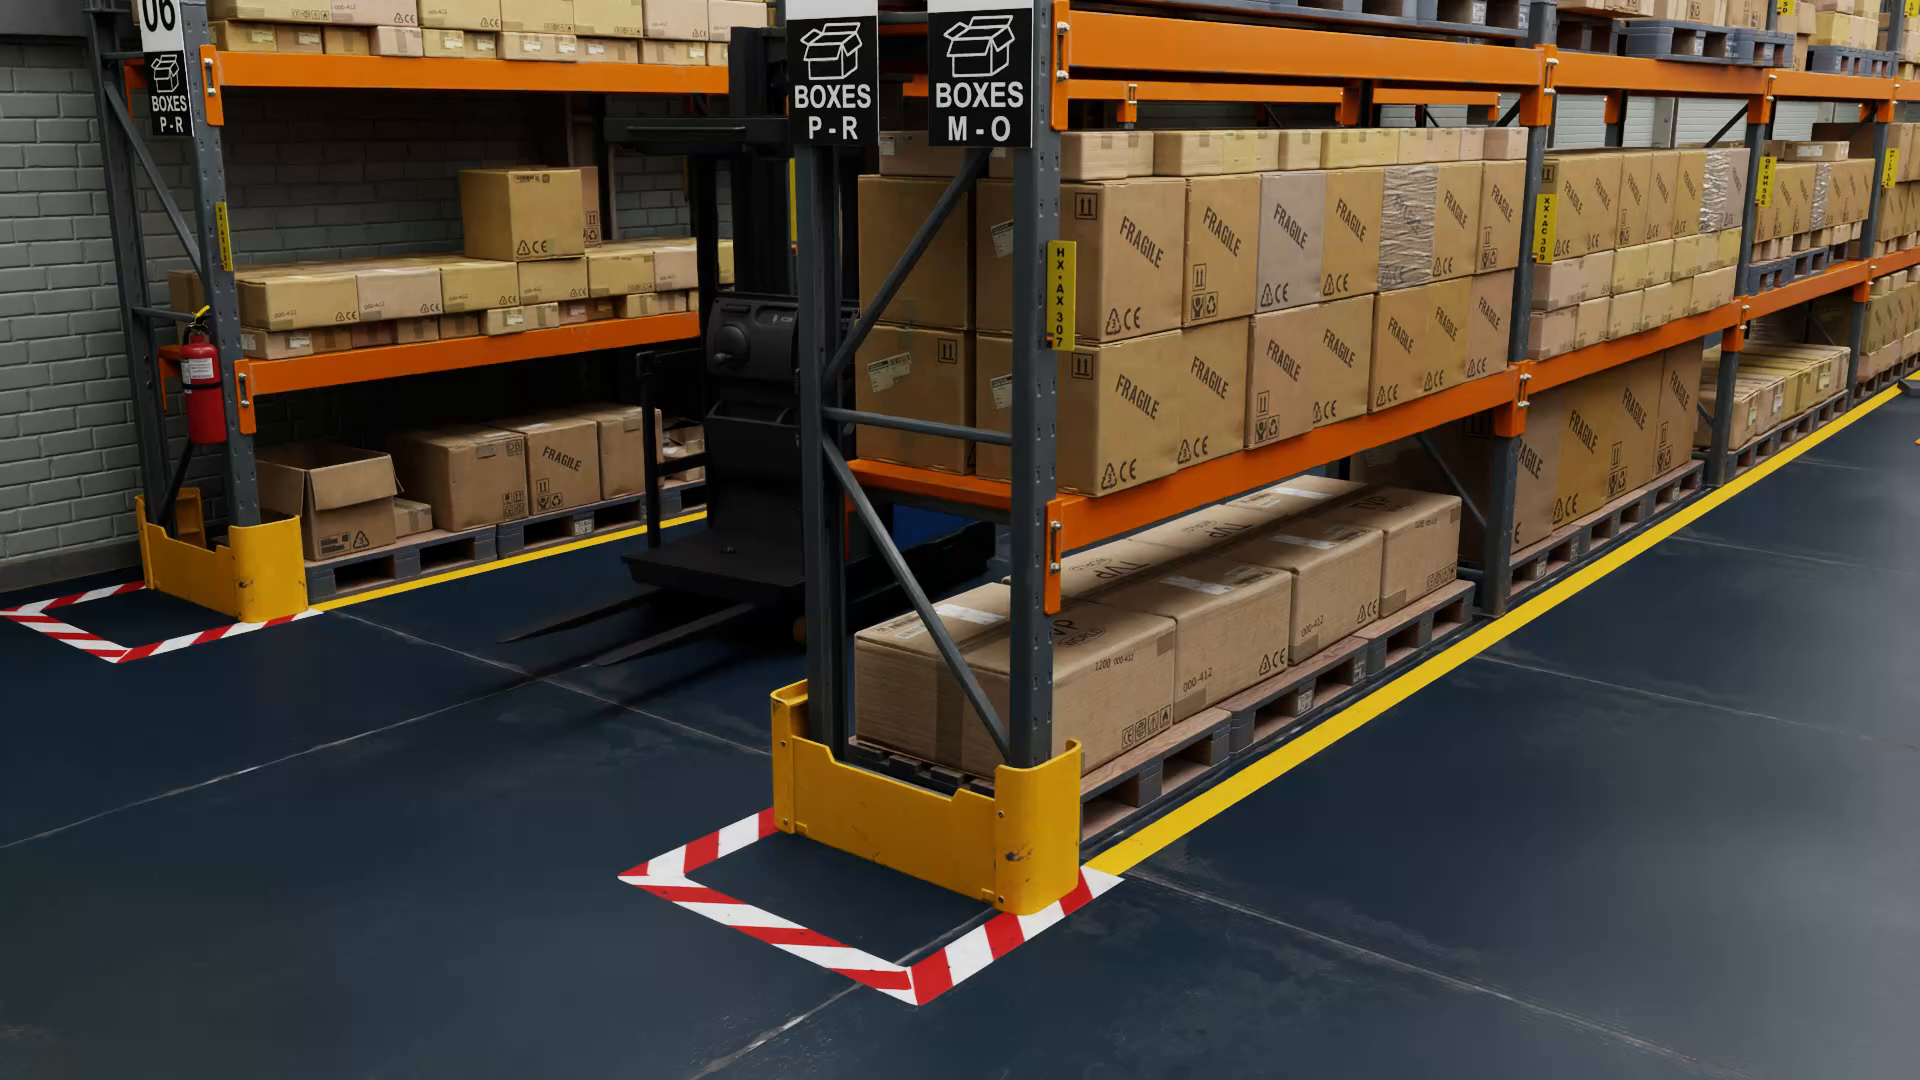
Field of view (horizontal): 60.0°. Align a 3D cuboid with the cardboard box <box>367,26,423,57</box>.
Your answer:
[{"bbox_3d":[-3.050,-2.621,8.768,0.380,0.149,0.250,12,18,39],"label":"cardboard box"}]

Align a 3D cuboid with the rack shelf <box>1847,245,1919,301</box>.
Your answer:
[{"bbox_3d":[8.676,-2.697,16.107,1.077,0.370,4.000,11,18,38],"label":"rack shelf"}]

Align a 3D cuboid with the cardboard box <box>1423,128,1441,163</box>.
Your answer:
[{"bbox_3d":[1.885,-1.738,7.322,0.380,0.149,0.250,11,18,37],"label":"cardboard box"}]

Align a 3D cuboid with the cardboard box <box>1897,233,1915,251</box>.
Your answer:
[{"bbox_3d":[8.677,-2.795,15.543,0.380,0.149,0.250,11,18,38],"label":"cardboard box"}]

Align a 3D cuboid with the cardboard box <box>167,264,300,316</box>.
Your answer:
[{"bbox_3d":[-3.904,-1.332,8.976,0.500,0.250,0.500,12,19,39],"label":"cardboard box"}]

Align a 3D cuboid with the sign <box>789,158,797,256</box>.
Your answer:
[{"bbox_3d":[-0.537,-1.127,5.634,0.100,0.325,0.005,11,18,38],"label":"sign"}]

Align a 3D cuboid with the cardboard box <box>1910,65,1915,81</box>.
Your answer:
[{"bbox_3d":[8.271,-4.164,14.840,0.380,0.149,0.250,12,19,39],"label":"cardboard box"}]

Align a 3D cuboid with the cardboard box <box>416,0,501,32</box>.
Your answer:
[{"bbox_3d":[-2.860,-2.896,9.040,0.500,0.250,0.500,11,18,36],"label":"cardboard box"}]

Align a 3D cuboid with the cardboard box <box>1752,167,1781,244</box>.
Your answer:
[{"bbox_3d":[5.367,-2.343,11.593,0.500,0.500,0.500,11,18,36],"label":"cardboard box"}]

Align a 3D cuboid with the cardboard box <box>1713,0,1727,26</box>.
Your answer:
[{"bbox_3d":[4.311,-3.171,9.840,0.396,0.266,0.258,11,18,36],"label":"cardboard box"}]

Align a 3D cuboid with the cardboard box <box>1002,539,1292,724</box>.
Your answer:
[{"bbox_3d":[0.782,0.356,6.982,0.875,0.438,0.875,12,18,39],"label":"cardboard box"}]

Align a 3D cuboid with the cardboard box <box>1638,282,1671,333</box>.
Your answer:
[{"bbox_3d":[3.852,-1.390,9.809,0.500,0.250,0.500,11,18,37],"label":"cardboard box"}]

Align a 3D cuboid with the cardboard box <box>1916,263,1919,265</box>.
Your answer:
[{"bbox_3d":[9.293,-2.655,16.373,0.380,0.149,0.250,12,18,38],"label":"cardboard box"}]

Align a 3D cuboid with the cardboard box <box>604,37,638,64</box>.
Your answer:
[{"bbox_3d":[-2.149,-2.926,9.966,0.380,0.149,0.250,12,19,39],"label":"cardboard box"}]

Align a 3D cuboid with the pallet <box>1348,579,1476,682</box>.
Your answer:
[{"bbox_3d":[1.852,0.355,8.298,1.003,0.211,1.213,11,18,38],"label":"pallet"}]

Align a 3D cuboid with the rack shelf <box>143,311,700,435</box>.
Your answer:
[{"bbox_3d":[-2.730,-1.166,10.082,1.077,0.370,4.000,11,18,38],"label":"rack shelf"}]

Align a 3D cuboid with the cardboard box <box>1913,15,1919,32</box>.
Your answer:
[{"bbox_3d":[8.011,-4.445,14.327,0.380,0.149,0.250,12,19,39],"label":"cardboard box"}]

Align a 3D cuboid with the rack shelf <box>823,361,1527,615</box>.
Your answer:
[{"bbox_3d":[1.133,-0.399,7.061,1.077,0.370,4.000,11,18,38],"label":"rack shelf"}]

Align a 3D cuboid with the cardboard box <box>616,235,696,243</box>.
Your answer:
[{"bbox_3d":[-1.994,-1.916,11.274,0.500,0.250,0.500,11,18,37],"label":"cardboard box"}]

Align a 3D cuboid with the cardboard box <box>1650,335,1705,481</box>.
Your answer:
[{"bbox_3d":[4.406,-0.951,11.236,0.875,0.875,0.875,11,18,37],"label":"cardboard box"}]

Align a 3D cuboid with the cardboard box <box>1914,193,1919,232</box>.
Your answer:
[{"bbox_3d":[8.837,-3.190,15.780,0.500,0.500,0.500,12,18,38],"label":"cardboard box"}]

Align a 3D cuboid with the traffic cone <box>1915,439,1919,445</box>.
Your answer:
[{"bbox_3d":[7.728,-0.979,13.036,0.336,0.463,0.334,11,18,38],"label":"traffic cone"}]

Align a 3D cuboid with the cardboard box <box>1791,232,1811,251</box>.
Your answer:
[{"bbox_3d":[6.307,-2.314,12.796,0.380,0.149,0.250,12,19,39],"label":"cardboard box"}]

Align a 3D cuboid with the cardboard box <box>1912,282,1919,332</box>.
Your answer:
[{"bbox_3d":[9.307,-2.369,16.563,0.500,0.500,0.500,12,19,40],"label":"cardboard box"}]

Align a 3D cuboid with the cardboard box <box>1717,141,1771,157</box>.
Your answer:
[{"bbox_3d":[6.245,-3.114,13.310,0.380,0.149,0.250,13,19,41],"label":"cardboard box"}]

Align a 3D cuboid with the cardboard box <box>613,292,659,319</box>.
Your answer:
[{"bbox_3d":[-2.092,-1.470,10.327,0.380,0.149,0.250,11,18,37],"label":"cardboard box"}]

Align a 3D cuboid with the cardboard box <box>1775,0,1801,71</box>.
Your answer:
[{"bbox_3d":[5.508,-3.579,11.822,0.700,0.500,0.500,11,18,38],"label":"cardboard box"}]

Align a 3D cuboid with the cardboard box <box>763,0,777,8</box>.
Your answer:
[{"bbox_3d":[-1.375,-3.701,11.359,0.380,0.149,0.250,11,18,37],"label":"cardboard box"}]

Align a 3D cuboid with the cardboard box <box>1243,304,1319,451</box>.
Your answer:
[{"bbox_3d":[1.031,-0.656,6.410,0.500,0.500,0.500,11,18,37],"label":"cardboard box"}]

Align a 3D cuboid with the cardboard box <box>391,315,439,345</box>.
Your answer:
[{"bbox_3d":[-3.098,-1.181,9.190,0.380,0.149,0.250,12,19,39],"label":"cardboard box"}]

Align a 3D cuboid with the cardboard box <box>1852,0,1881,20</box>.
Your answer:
[{"bbox_3d":[7.153,-4.359,13.532,0.500,0.250,0.500,12,18,39],"label":"cardboard box"}]

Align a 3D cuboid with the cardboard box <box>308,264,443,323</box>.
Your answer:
[{"bbox_3d":[-3.175,-1.345,9.026,0.500,0.250,0.500,12,18,38],"label":"cardboard box"}]

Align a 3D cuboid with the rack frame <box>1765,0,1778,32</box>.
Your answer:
[{"bbox_3d":[4.905,-4.804,10.757,1.000,3.000,0.127,11,18,38],"label":"rack frame"}]

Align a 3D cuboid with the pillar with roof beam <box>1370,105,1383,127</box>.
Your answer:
[{"bbox_3d":[8.279,-6.443,17.211,9.100,9.000,0.400,11,18,38],"label":"pillar with roof beam"}]

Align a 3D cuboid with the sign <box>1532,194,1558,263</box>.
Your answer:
[{"bbox_3d":[2.823,-1.503,8.027,0.100,0.325,0.005,11,18,38],"label":"sign"}]

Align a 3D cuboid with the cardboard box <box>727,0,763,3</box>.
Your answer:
[{"bbox_3d":[-1.603,-3.531,10.525,0.500,0.250,0.500,11,18,38],"label":"cardboard box"}]

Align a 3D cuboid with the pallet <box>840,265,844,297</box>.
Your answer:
[{"bbox_3d":[-0.885,-1.941,12.061,1.003,0.211,1.213,11,18,38],"label":"pallet"}]

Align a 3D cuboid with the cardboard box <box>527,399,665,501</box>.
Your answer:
[{"bbox_3d":[-2.309,-0.583,10.548,0.700,0.500,0.500,10,18,35],"label":"cardboard box"}]

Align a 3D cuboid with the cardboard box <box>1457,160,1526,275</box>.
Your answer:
[{"bbox_3d":[2.309,-1.530,7.821,0.500,0.500,0.500,11,18,37],"label":"cardboard box"}]

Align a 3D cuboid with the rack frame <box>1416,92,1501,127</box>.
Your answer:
[{"bbox_3d":[6.069,-4.196,20.547,1.000,3.000,0.127,11,18,38],"label":"rack frame"}]

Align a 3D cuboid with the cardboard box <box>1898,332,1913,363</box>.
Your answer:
[{"bbox_3d":[8.978,-1.904,16.257,0.500,0.250,0.500,10,18,36],"label":"cardboard box"}]

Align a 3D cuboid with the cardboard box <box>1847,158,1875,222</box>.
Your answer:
[{"bbox_3d":[7.307,-2.935,13.922,0.500,0.500,0.500,11,18,37],"label":"cardboard box"}]

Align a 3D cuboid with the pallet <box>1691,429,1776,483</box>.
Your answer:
[{"bbox_3d":[5.397,-0.694,12.427,1.003,0.211,1.213,11,18,38],"label":"pallet"}]

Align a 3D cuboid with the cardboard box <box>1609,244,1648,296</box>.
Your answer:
[{"bbox_3d":[3.530,-1.537,9.371,0.500,0.250,0.500,12,18,38],"label":"cardboard box"}]

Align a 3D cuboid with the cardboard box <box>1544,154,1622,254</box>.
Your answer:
[{"bbox_3d":[3.189,-1.805,8.902,0.500,0.500,0.500,11,18,37],"label":"cardboard box"}]

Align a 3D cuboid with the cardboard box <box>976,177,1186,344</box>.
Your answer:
[{"bbox_3d":[0.400,-0.945,5.518,0.500,0.500,0.500,11,18,36],"label":"cardboard box"}]

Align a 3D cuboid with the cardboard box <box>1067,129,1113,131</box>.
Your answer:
[{"bbox_3d":[0.374,-1.468,6.259,0.380,0.149,0.250,12,18,39],"label":"cardboard box"}]

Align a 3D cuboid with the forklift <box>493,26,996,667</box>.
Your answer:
[{"bbox_3d":[-1.006,-1.026,8.210,1.130,2.935,3.031,9,17,31],"label":"forklift"}]

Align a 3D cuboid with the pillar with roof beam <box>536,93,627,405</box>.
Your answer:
[{"bbox_3d":[0.737,-4.145,8.164,9.100,9.000,0.400,11,18,38],"label":"pillar with roof beam"}]

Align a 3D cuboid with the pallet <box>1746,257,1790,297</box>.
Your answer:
[{"bbox_3d":[5.270,-1.956,12.121,1.213,0.211,1.003,11,18,38],"label":"pallet"}]

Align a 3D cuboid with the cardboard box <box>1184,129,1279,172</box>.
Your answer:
[{"bbox_3d":[0.952,-1.442,6.155,0.380,0.149,0.250,11,18,38],"label":"cardboard box"}]
